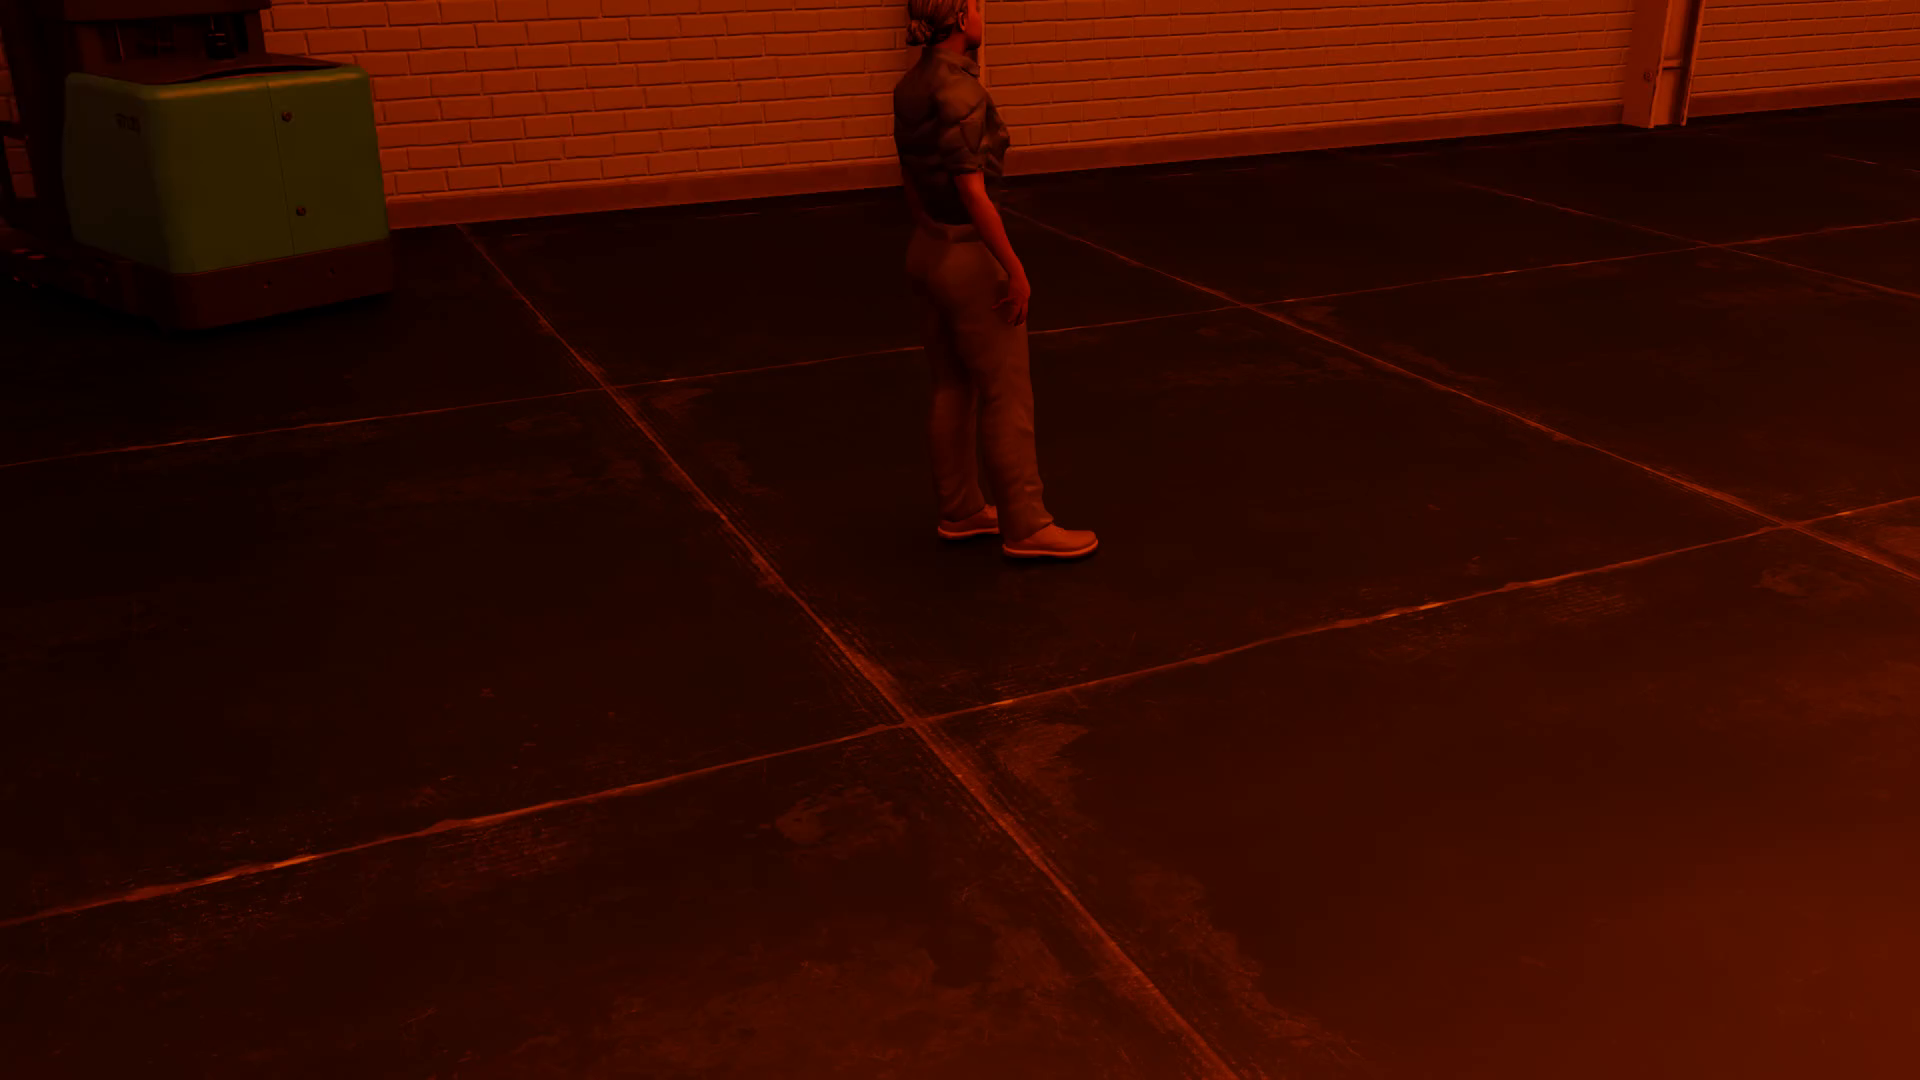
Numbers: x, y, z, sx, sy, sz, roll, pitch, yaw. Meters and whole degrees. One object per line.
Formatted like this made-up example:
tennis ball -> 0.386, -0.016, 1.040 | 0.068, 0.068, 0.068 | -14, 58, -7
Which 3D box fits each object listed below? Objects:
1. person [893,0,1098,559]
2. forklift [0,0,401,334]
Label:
person -> 0.088, -0.778, 4.804 | 0.503, 1.656, 0.569 | -10, 25, -23
forklift -> -4.048, -2.697, 7.778 | 3.031, 2.935, 1.130 | 19, 29, 38
